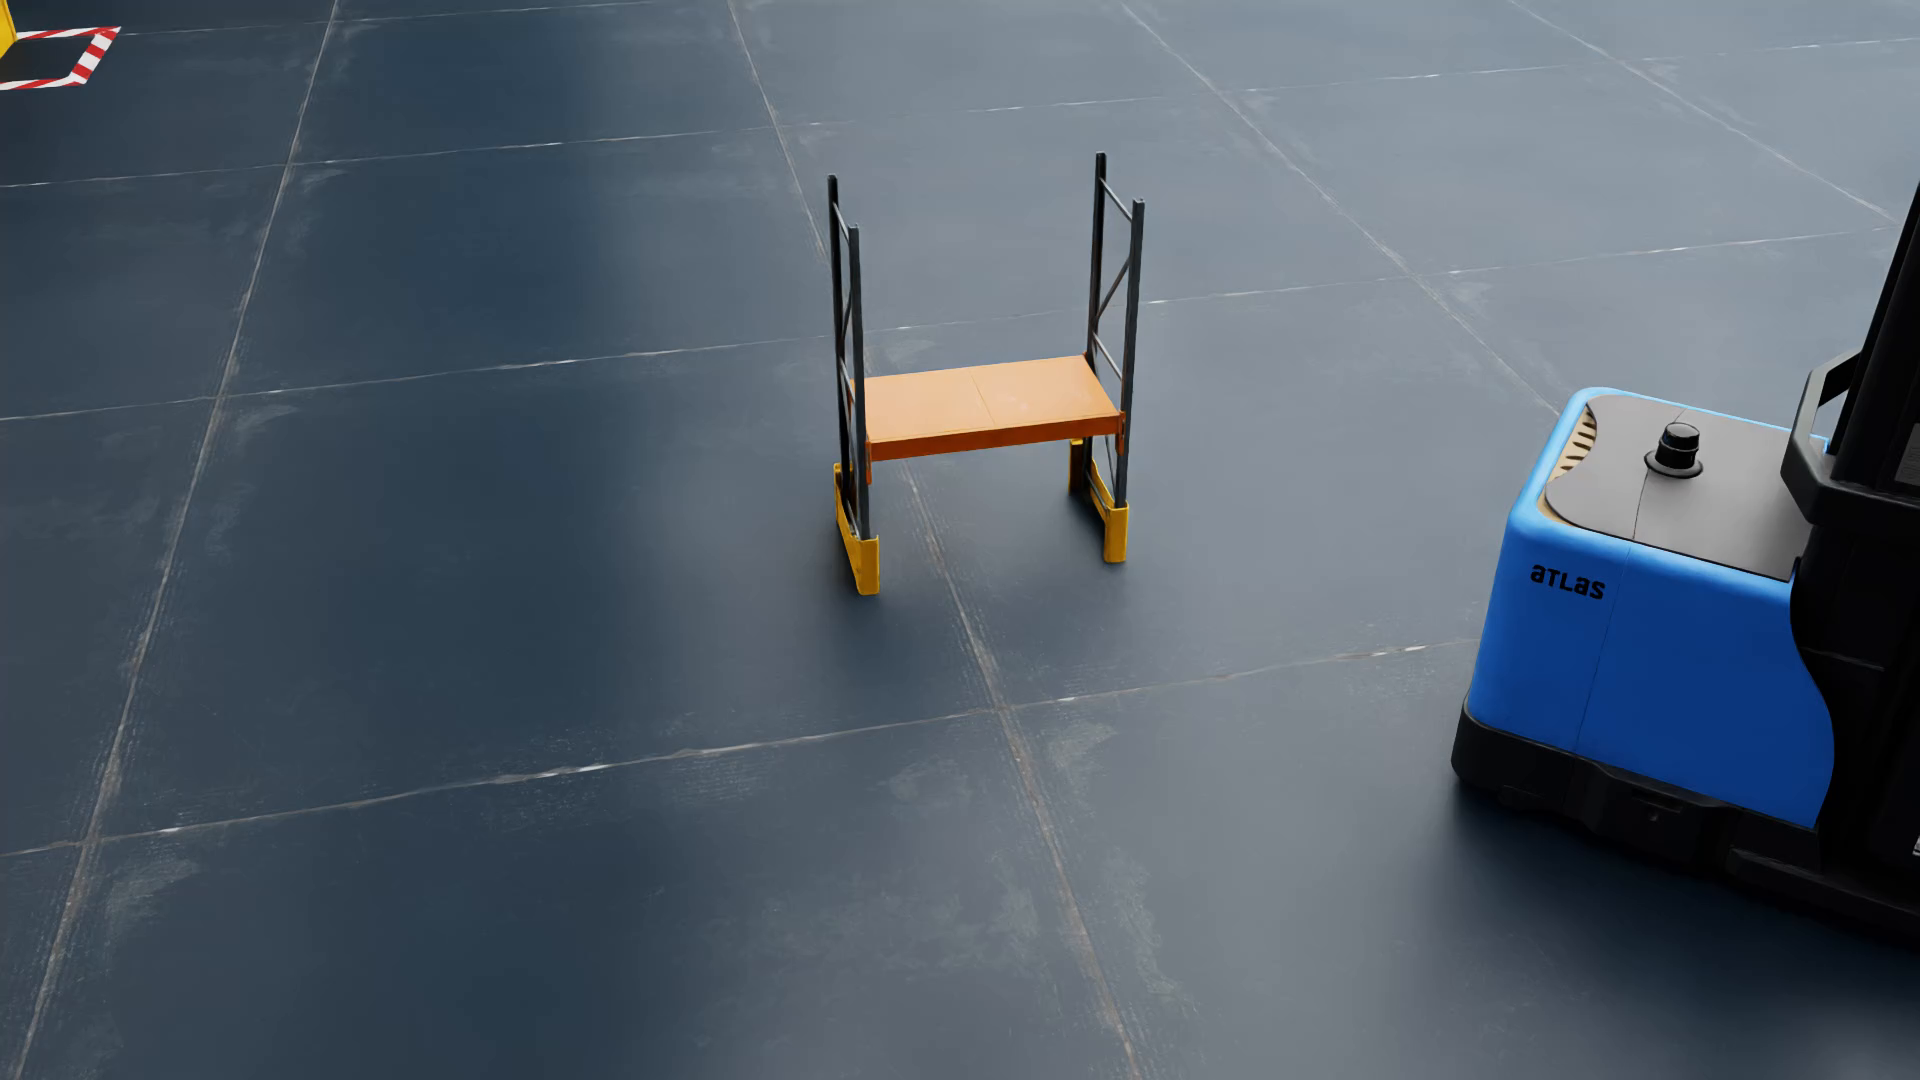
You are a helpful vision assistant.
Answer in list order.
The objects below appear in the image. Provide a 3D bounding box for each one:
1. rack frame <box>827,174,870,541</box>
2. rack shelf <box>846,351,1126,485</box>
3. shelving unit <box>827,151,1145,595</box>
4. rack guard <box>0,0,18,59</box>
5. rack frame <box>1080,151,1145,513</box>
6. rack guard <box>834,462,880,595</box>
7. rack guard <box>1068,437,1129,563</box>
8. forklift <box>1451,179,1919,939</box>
[{"bbox_3d":[-0.413,-0.571,6.255,0.032,1.500,0.500,-7,35,-11],"label":"rack frame"},{"bbox_3d":[0.083,-0.484,6.448,1.000,0.185,0.538,-7,35,-11],"label":"rack shelf"},{"bbox_3d":[0.074,-0.632,6.346,1.083,1.500,0.587,-7,35,-11],"label":"shelving unit"},{"bbox_3d":[-6.991,-3.592,11.654,0.348,0.500,1.175,-7,35,-11],"label":"rack guard"},{"bbox_3d":[0.579,-0.696,6.441,0.032,1.500,0.500,-7,35,-11],"label":"rack frame"},{"bbox_3d":[-0.411,-0.052,6.603,0.087,0.250,0.587,-7,35,-11],"label":"rack guard"},{"bbox_3d":[0.560,-0.174,6.786,0.087,0.250,0.587,-7,35,-11],"label":"rack guard"},{"bbox_3d":[3.167,-0.228,4.459,3.031,2.935,1.130,17,38,24],"label":"forklift"}]
